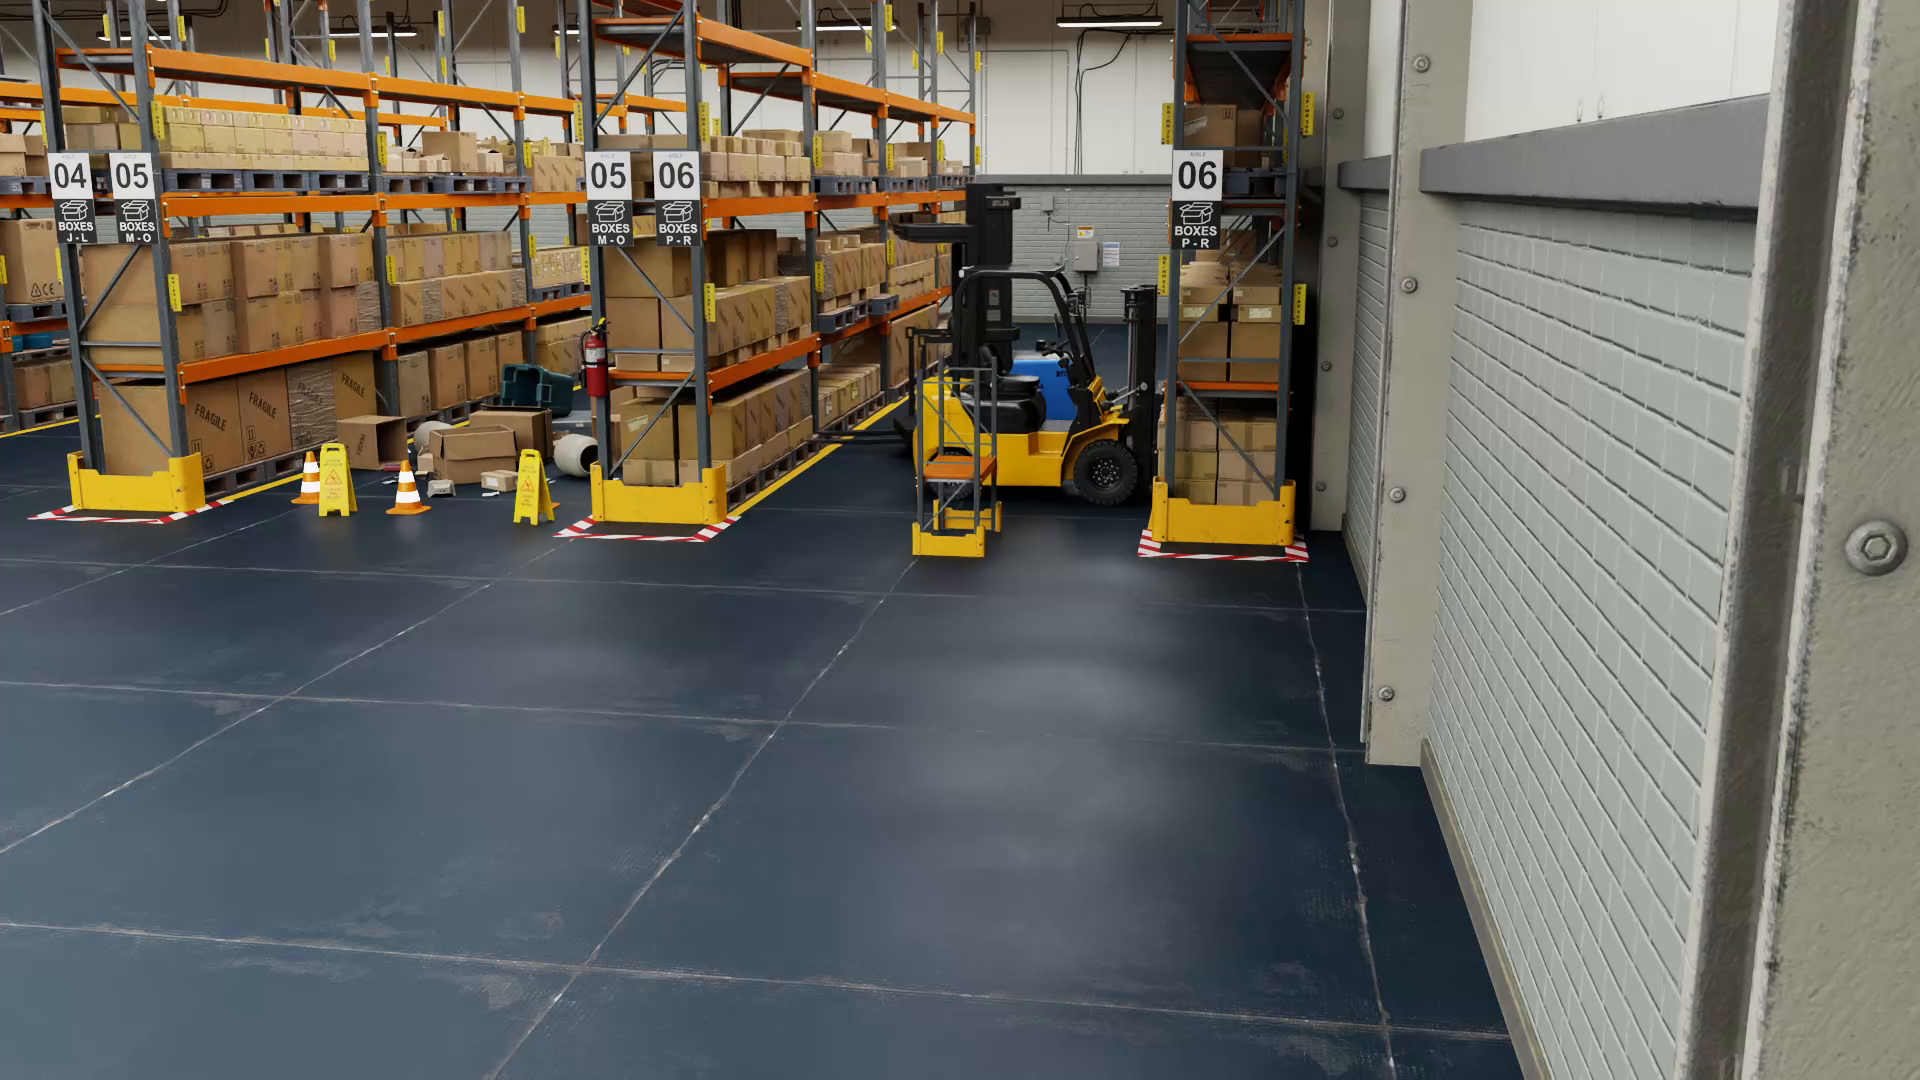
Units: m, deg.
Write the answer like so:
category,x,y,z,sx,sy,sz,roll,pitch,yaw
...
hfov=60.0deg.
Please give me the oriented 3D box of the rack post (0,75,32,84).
category,x,y,z,sx,sy,sz,roll,pitch,yaw
rack post,-15.693,-7.338,26.863,0.937,0.300,0.954,2,12,8

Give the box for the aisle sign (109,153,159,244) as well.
category,x,y,z,sx,sy,sz,roll,pitch,yaw
aisle sign,-7.313,-3.023,14.730,0.394,0.787,0.004,2,12,9

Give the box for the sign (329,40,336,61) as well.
category,x,y,z,sx,sy,sz,roll,pitch,yaw
sign,-10.101,-7.869,26.743,0.100,0.325,0.005,2,12,9

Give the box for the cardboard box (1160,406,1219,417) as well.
category,x,y,z,sx,sy,sz,roll,pitch,yaw
cardboard box,2.048,-1.040,14.854,0.500,0.250,0.500,2,12,10

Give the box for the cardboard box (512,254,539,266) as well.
category,x,y,z,sx,sy,sz,roll,pitch,yaw
cardboard box,-6.105,-3.906,23.186,0.380,0.149,0.250,2,12,9

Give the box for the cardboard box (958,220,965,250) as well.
category,x,y,z,sx,sy,sz,roll,pitch,yaw
cardboard box,-0.201,-5.185,28.322,0.500,0.500,0.500,2,12,8

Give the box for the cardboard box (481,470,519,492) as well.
category,x,y,z,sx,sy,sz,roll,pitch,yaw
cardboard box,-4.487,-0.582,16.340,0.380,0.149,0.250,10,15,38

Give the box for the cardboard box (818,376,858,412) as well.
category,x,y,z,sx,sy,sz,roll,pitch,yaw
cardboard box,-1.786,-1.795,20.441,0.950,0.372,0.625,2,12,11

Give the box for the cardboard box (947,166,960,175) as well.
category,x,y,z,sx,sy,sz,roll,pitch,yaw
cardboard box,-0.197,-6.379,28.716,0.380,0.149,0.250,1,12,4

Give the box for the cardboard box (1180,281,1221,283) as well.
category,x,y,z,sx,sy,sz,roll,pitch,yaw
cardboard box,2.080,-2.178,14.495,0.380,0.149,0.250,2,12,10

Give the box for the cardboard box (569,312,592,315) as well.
category,x,y,z,sx,sy,sz,roll,pitch,yaw
cardboard box,-5.710,-3.355,25.597,0.500,0.250,0.500,2,12,11

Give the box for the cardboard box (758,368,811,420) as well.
category,x,y,z,sx,sy,sz,roll,pitch,yaw
cardboard box,-1.903,-1.566,17.889,0.500,0.500,0.500,2,12,8

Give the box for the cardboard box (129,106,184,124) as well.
category,x,y,z,sx,sy,sz,roll,pitch,yaw
cardboard box,-7.233,-3.823,14.964,0.380,0.149,0.250,2,12,9

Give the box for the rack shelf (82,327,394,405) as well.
category,x,y,z,sx,sy,sz,roll,pitch,yaw
rack shelf,-7.291,-1.841,17.125,1.077,0.370,4.000,2,12,9

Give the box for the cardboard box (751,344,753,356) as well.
category,x,y,z,sx,sy,sz,roll,pitch,yaw
cardboard box,-2.217,-1.847,16.042,0.380,0.149,0.250,2,12,11

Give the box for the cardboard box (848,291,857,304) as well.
category,x,y,z,sx,sy,sz,roll,pitch,yaw
cardboard box,-1.452,-2.928,20.058,0.380,0.149,0.250,2,12,11

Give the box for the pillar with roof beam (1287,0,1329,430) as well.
category,x,y,z,sx,sy,sz,roll,pitch,yaw
pillar with roof beam,-0.120,-5.914,20.076,9.100,9.000,0.400,2,12,9

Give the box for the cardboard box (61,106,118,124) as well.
category,x,y,z,sx,sy,sz,roll,pitch,yaw
cardboard box,-7.882,-3.845,15.066,0.380,0.149,0.250,2,12,9

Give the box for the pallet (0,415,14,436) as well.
category,x,y,z,sx,sy,sz,roll,pitch,yaw
pallet,-11.938,-1.287,19.464,1.003,0.211,1.213,2,12,9

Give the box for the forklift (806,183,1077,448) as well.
category,x,y,z,sx,sy,sz,roll,pitch,yaw
forklift,-0.206,-2.393,18.141,3.031,2.935,1.130,-2,12,-9

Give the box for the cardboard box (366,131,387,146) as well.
category,x,y,z,sx,sy,sz,roll,pitch,yaw
cardboard box,-10.344,-7.005,29.006,0.500,0.250,0.500,1,12,7

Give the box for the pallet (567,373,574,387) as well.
category,x,y,z,sx,sy,sz,roll,pitch,yaw
pallet,-6.247,-2.241,23.893,1.003,0.211,1.213,2,12,9

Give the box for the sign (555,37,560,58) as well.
category,x,y,z,sx,sy,sz,roll,pitch,yaw
sign,-6.287,-7.724,26.069,0.100,0.325,0.005,2,12,9

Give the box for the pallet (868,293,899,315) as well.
category,x,y,z,sx,sy,sz,roll,pitch,yaw
pallet,-1.466,-3.057,21.514,1.213,0.211,1.003,2,12,9

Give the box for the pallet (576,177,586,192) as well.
category,x,y,z,sx,sy,sz,roll,pitch,yaw
pallet,-6.110,-5.308,24.830,1.213,0.211,1.003,2,12,9

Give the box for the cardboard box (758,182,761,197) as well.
category,x,y,z,sx,sy,sz,roll,pitch,yaw
cardboard box,-2.125,-3.365,15.962,0.380,0.149,0.250,2,12,7

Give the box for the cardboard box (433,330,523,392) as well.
category,x,y,z,sx,sy,sz,roll,pitch,yaw
cardboard box,-6.551,-2.424,22.463,1.050,0.750,0.750,2,12,8

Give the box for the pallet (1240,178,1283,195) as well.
category,x,y,z,sx,sy,sz,roll,pitch,yaw
pallet,3.258,-4.140,19.410,1.003,0.211,1.213,2,12,11

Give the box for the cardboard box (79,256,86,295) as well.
category,x,y,z,sx,sy,sz,roll,pitch,yaw
cardboard box,-11.694,-3.411,21.458,0.797,0.503,0.637,3,13,14

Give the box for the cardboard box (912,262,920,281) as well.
category,x,y,z,sx,sy,sz,roll,pitch,yaw
cardboard box,-0.880,-3.887,24.080,0.500,0.250,0.500,2,12,10

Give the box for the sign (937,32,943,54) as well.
category,x,y,z,sx,sy,sz,roll,pitch,yaw
sign,-0.309,-7.548,25.253,0.100,0.325,0.005,2,12,9

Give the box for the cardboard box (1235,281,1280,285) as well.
category,x,y,z,sx,sy,sz,roll,pitch,yaw
cardboard box,2.576,-2.160,14.415,0.380,0.149,0.250,2,12,10

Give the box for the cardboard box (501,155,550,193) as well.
category,x,y,z,sx,sy,sz,roll,pitch,yaw
cardboard box,-6.018,-5.067,23.030,0.500,0.500,0.500,2,12,9

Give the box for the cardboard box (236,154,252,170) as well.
category,x,y,z,sx,sy,sz,roll,pitch,yaw
cardboard box,-7.074,-3.646,16.032,0.380,0.149,0.250,2,12,9

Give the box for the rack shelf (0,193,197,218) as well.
category,x,y,z,sx,sy,sz,roll,pitch,yaw
rack shelf,-11.562,-4.322,21.516,1.077,0.370,4.000,2,12,9

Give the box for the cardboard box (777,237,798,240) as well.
category,x,y,z,sx,sy,sz,roll,pitch,yaw
cardboard box,-2.117,-3.492,19.596,0.380,0.149,0.250,1,12,6

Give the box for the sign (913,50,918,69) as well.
category,x,y,z,sx,sy,sz,roll,pitch,yaw
sign,-0.779,-8.454,29.268,0.100,0.325,0.005,2,12,9

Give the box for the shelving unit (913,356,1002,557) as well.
category,x,y,z,sx,sy,sz,roll,pitch,yaw
shelving unit,-0.012,-0.717,13.762,0.587,1.500,1.083,2,12,9

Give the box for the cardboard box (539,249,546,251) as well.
category,x,y,z,sx,sy,sz,roll,pitch,yaw
cardboard box,-6.466,-4.312,25.068,0.380,0.149,0.250,2,12,11

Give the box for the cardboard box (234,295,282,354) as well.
category,x,y,z,sx,sy,sz,roll,pitch,yaw
cardboard box,-7.313,-2.156,16.523,0.875,0.550,0.550,2,12,9

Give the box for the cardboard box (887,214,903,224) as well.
category,x,y,z,sx,sy,sz,roll,pitch,yaw
cardboard box,-1.114,-5.065,26.223,0.380,0.149,0.250,2,12,7

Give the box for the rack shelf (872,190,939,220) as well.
category,x,y,z,sx,sy,sz,roll,pitch,yaw
rack shelf,-1.154,-4.834,23.890,1.077,0.370,4.000,2,12,9

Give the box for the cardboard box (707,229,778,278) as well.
category,x,y,z,sx,sy,sz,roll,pitch,yaw
cardboard box,-2.359,-3.069,17.795,0.700,0.500,0.500,2,12,8

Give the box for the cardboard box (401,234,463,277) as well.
category,x,y,z,sx,sy,sz,roll,pitch,yaw
cardboard box,-6.679,-3.568,20.819,0.700,0.500,0.500,2,12,8

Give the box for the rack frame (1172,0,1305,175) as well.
category,x,y,z,sx,sy,sz,roll,pitch,yaw
rack frame,2.213,-4.410,13.096,1.000,3.000,0.127,2,12,9

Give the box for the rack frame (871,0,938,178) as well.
category,x,y,z,sx,sy,sz,roll,pitch,yaw
rack frame,-0.847,-7.068,25.430,1.000,3.000,0.127,2,12,9

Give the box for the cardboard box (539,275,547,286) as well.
category,x,y,z,sx,sy,sz,roll,pitch,yaw
cardboard box,-6.059,-3.667,23.488,0.380,0.149,0.250,2,12,11

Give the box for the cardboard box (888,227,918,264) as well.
category,x,y,z,sx,sy,sz,roll,pitch,yaw
cardboard box,-0.902,-4.251,23.987,0.500,0.500,0.500,2,12,10

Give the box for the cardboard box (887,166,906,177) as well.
category,x,y,z,sx,sy,sz,roll,pitch,yaw
cardboard box,-0.989,-5.294,23.877,0.380,0.166,0.250,3,13,13

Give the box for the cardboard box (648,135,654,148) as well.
category,x,y,z,sx,sy,sz,roll,pitch,yaw
cardboard box,-2.854,-3.503,14.712,0.380,0.149,0.250,2,12,10
